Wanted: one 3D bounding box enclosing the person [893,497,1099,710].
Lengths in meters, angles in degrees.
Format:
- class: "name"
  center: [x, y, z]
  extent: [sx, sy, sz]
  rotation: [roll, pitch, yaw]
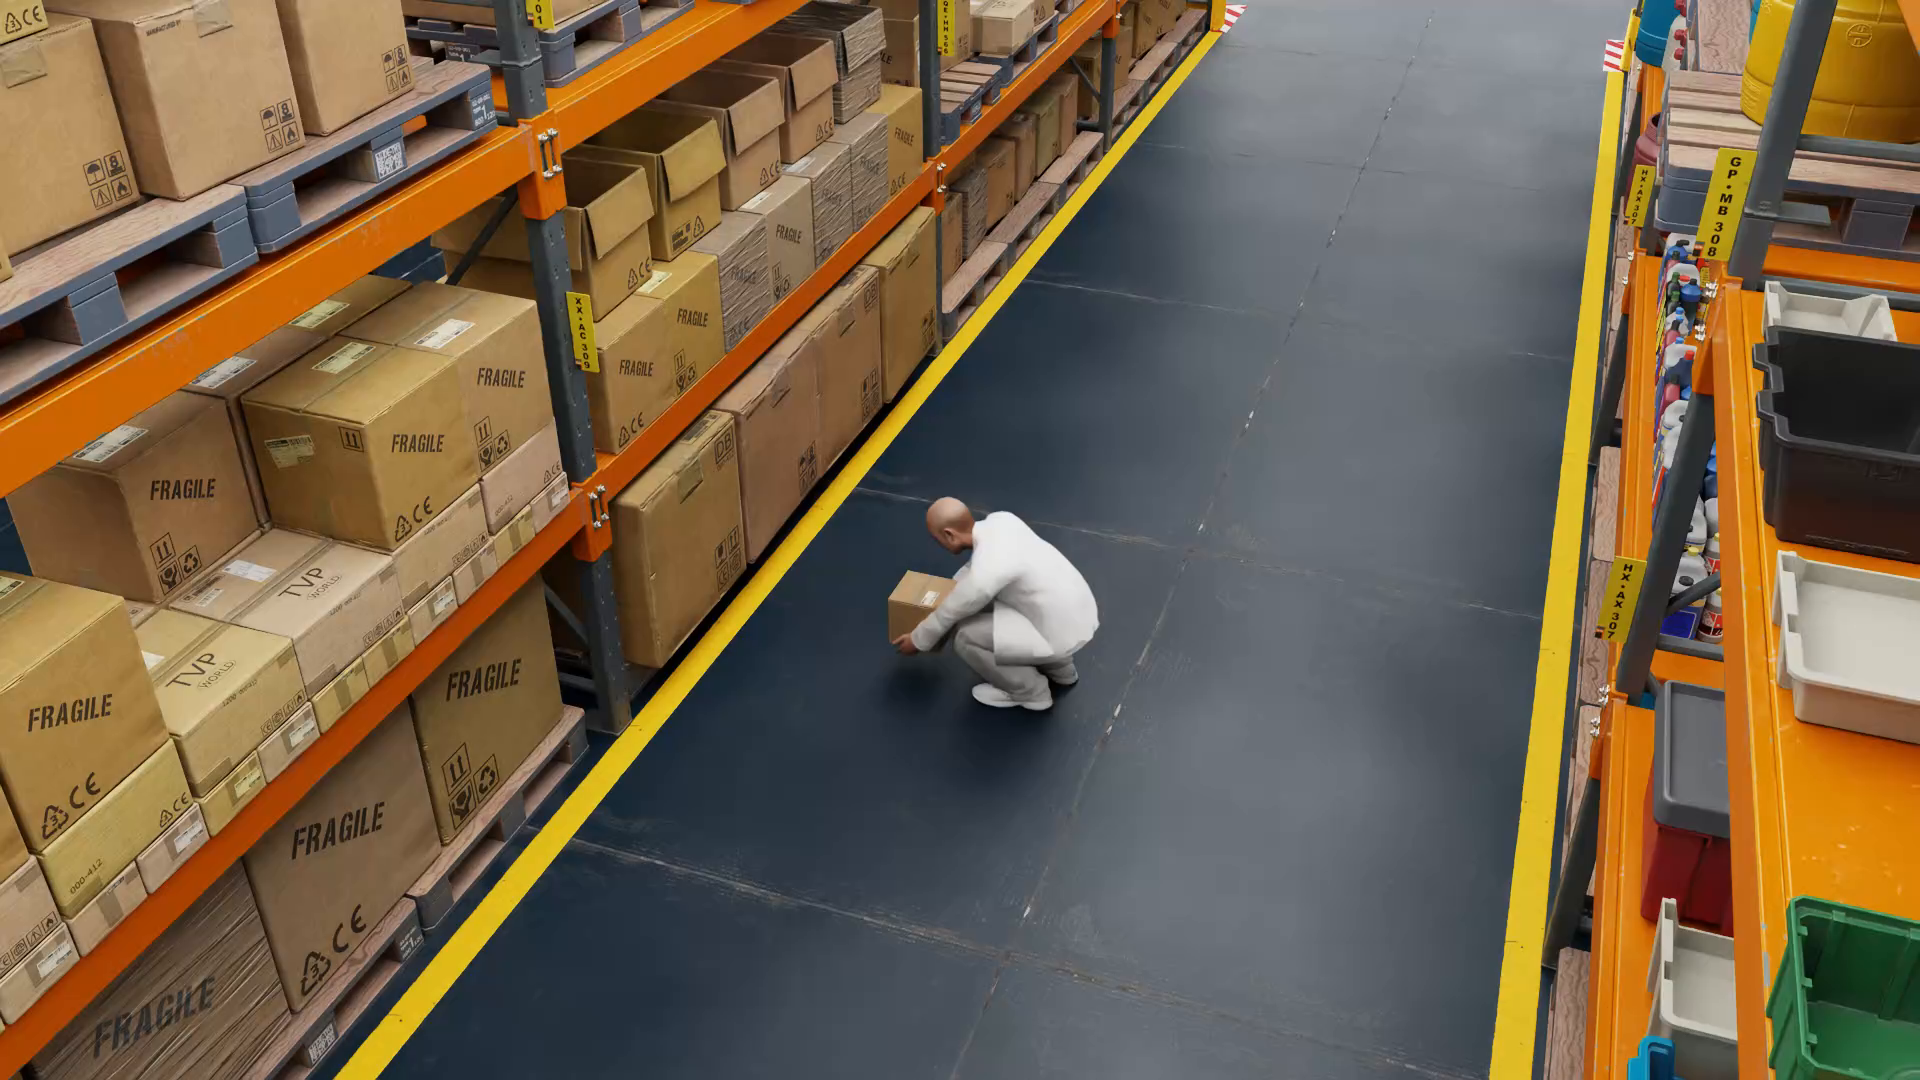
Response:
- class: "person"
  center: [0.171, 0.261, 7.491]
  extent: [0.911, 0.979, 0.599]
  rotation: [11, 34, 16]
